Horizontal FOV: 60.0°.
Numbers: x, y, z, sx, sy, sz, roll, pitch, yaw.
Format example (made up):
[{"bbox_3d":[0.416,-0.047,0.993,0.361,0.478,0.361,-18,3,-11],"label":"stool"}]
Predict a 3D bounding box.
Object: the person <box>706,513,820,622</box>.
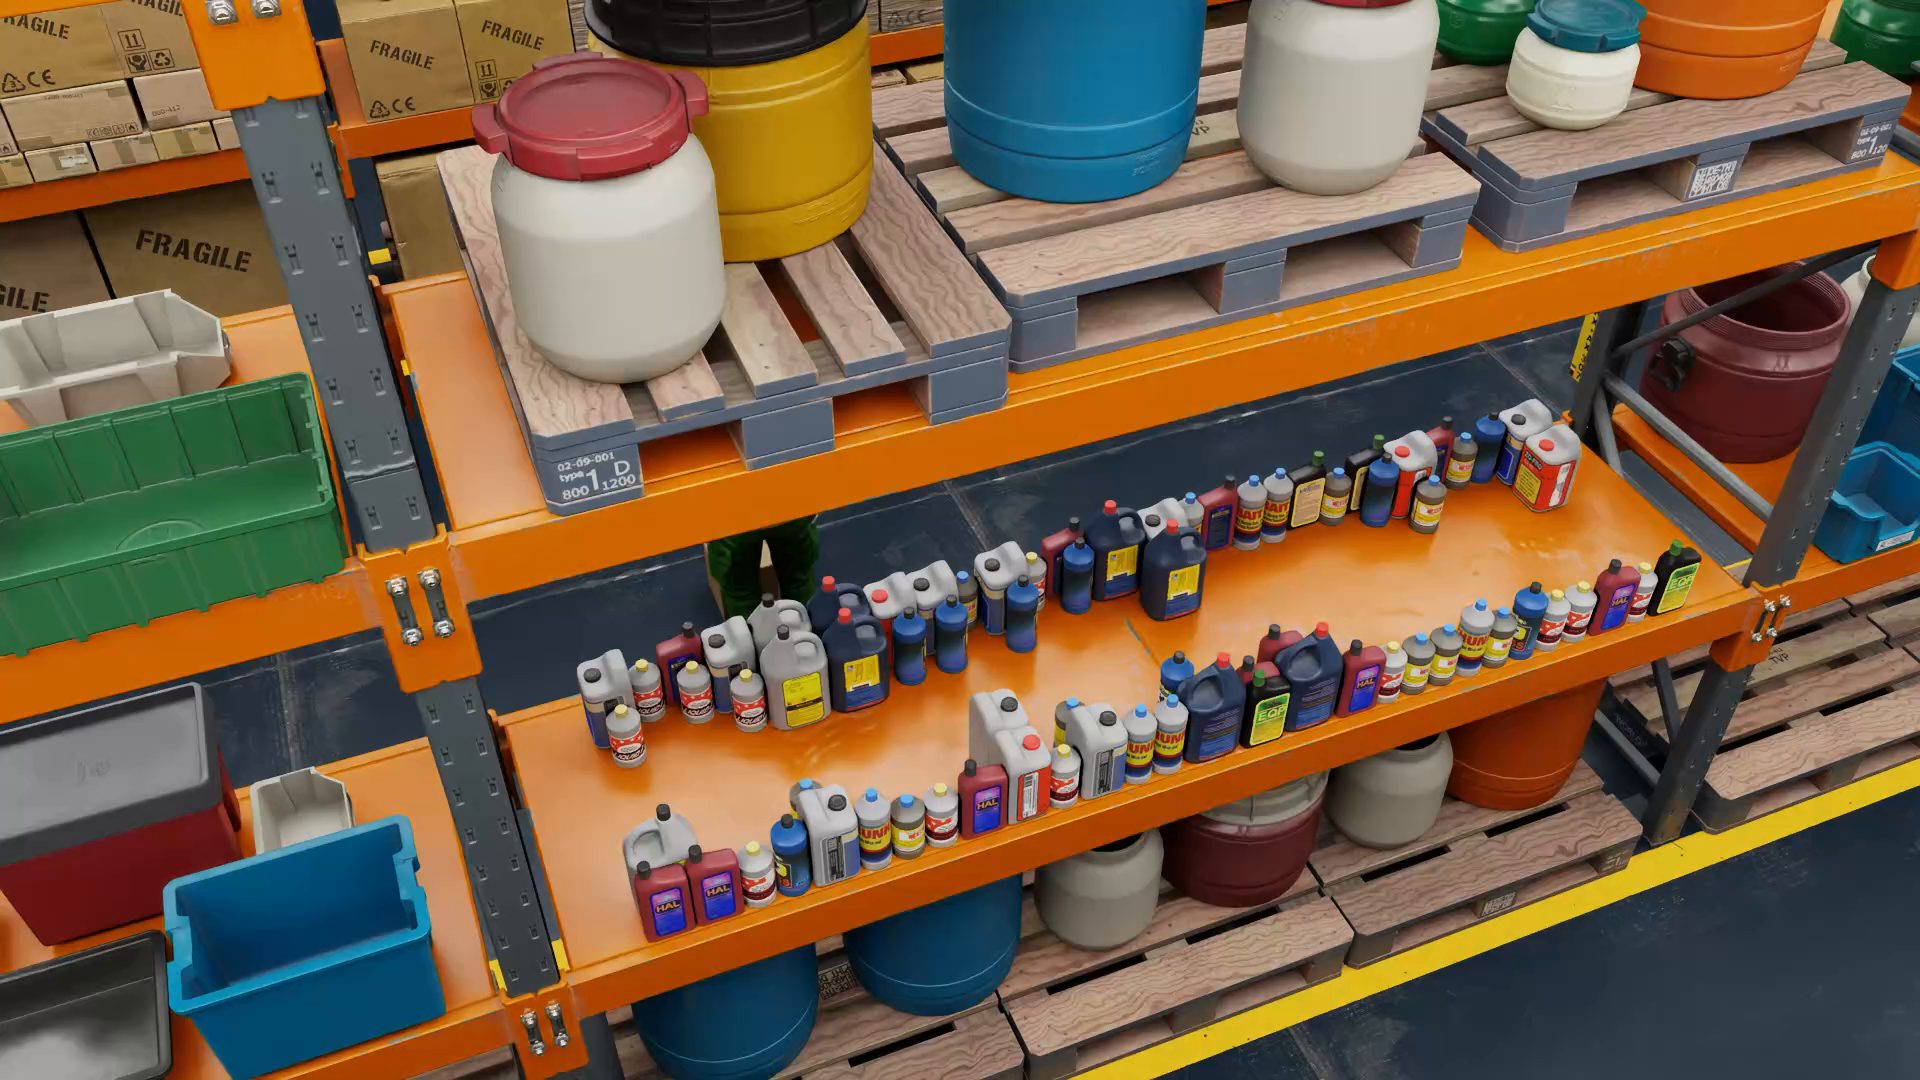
[{"bbox_3d":[-0.763,-0.127,6.286,0.524,1.789,0.337,-14,43,-15],"label":"person"}]
